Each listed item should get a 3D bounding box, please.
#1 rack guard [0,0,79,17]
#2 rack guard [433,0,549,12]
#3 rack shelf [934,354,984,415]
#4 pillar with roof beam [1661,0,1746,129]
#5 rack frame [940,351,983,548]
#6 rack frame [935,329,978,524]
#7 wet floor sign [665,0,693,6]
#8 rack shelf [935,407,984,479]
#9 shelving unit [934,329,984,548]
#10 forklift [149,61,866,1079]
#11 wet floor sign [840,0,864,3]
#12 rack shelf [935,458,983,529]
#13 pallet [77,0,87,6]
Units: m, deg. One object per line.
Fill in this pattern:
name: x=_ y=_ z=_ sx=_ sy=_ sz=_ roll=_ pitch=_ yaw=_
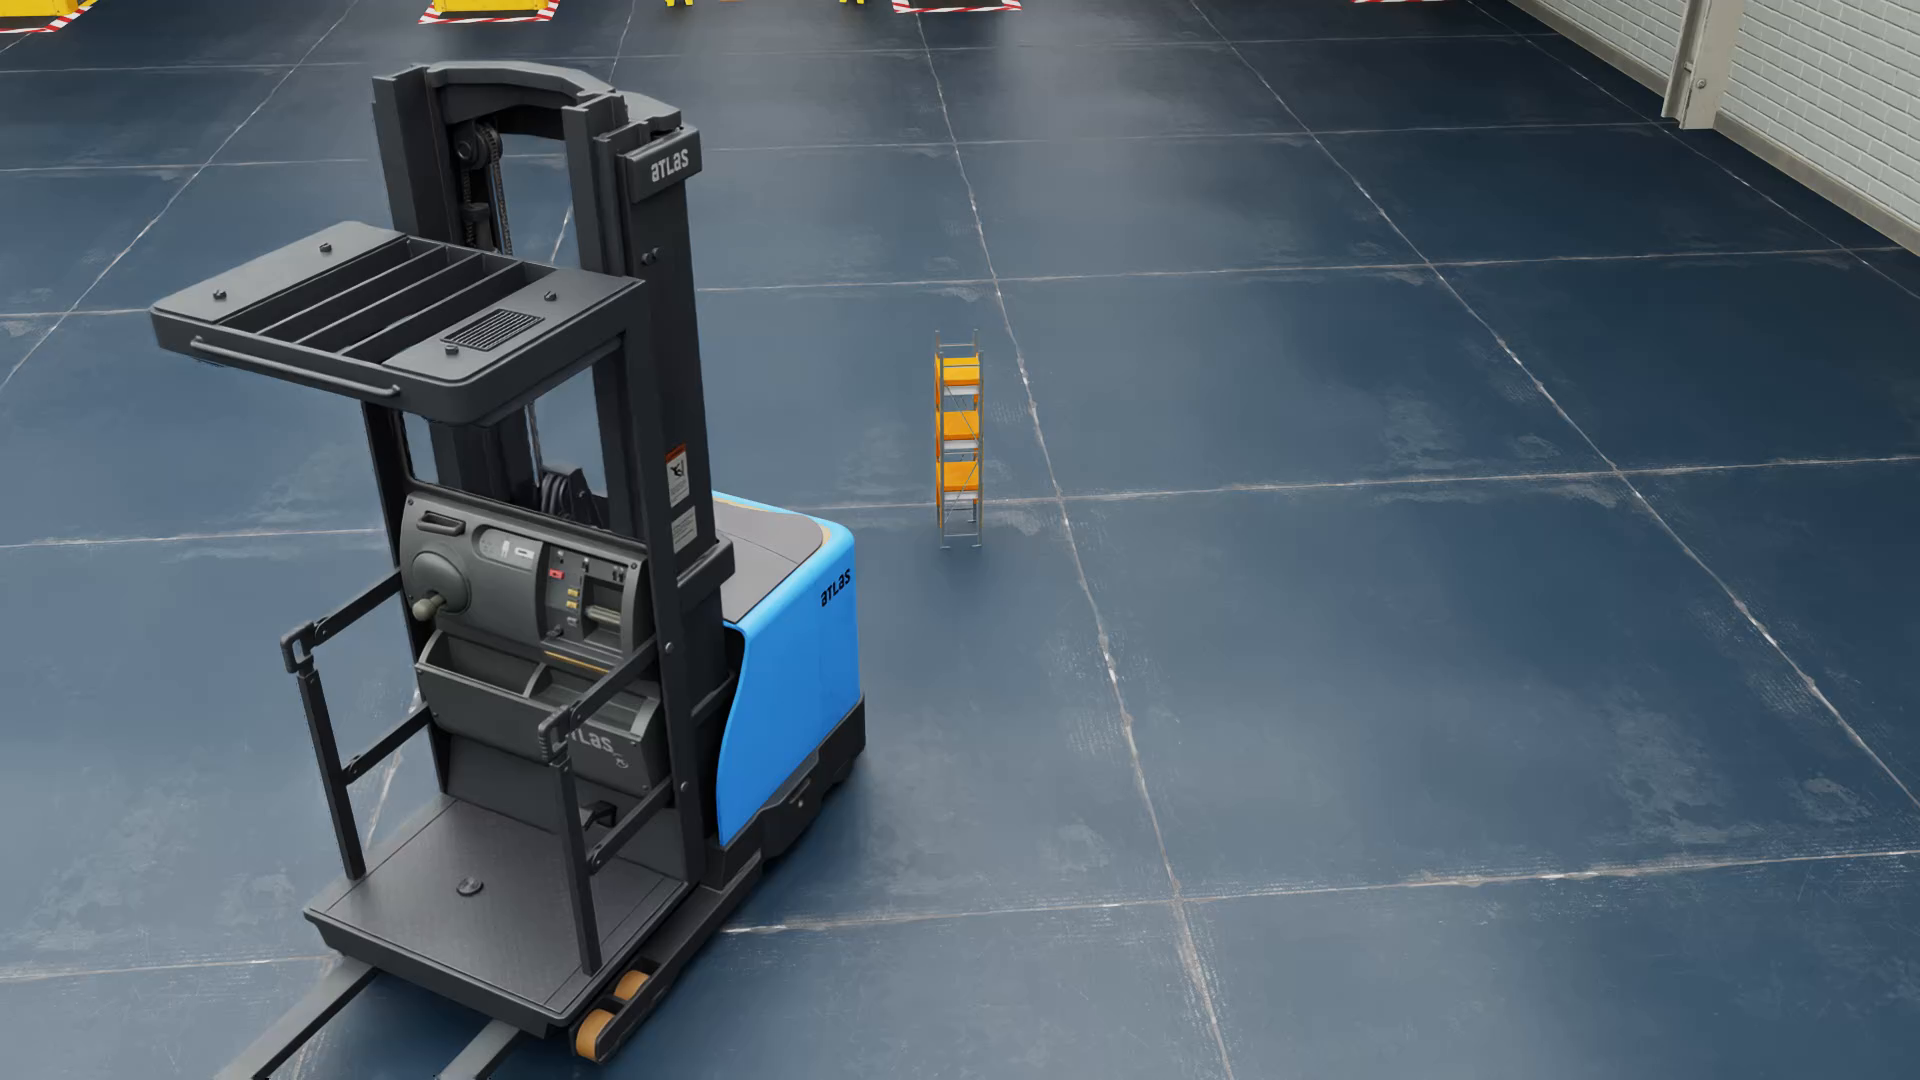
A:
rack guard: x=-9.966 y=-5.789 z=17.455 sx=1.175 sy=0.500 sz=0.348 roll=-3 pitch=31 yaw=-5
rack guard: x=-5.009 y=-5.924 z=17.681 sx=1.175 sy=0.500 sz=0.348 roll=-3 pitch=31 yaw=-5
rack shelf: x=-0.005 y=-0.713 z=7.886 sx=0.215 sy=0.259 sz=0.240 roll=-3 pitch=31 yaw=-5
pillar with roof beam: x=1.956 y=-7.243 z=11.600 sx=9.100 sy=9.000 sz=0.400 roll=-3 pitch=31 yaw=-5
rack frame: x=0.006 y=-0.416 z=7.922 sx=0.200 sy=1.050 sz=0.008 roll=-3 pitch=31 yaw=-5
rack frame: x=-0.016 y=-0.540 z=8.131 sx=0.200 sy=1.050 sz=0.008 roll=-3 pitch=31 yaw=-5
wet floor sign: x=-3.037 y=-6.079 z=17.798 sx=0.267 sy=0.644 sz=0.232 roll=-8 pitch=32 yaw=-13
rack shelf: x=-0.005 y=-0.469 z=8.032 sx=0.215 sy=0.259 sz=0.240 roll=-3 pitch=31 yaw=-5
shelving unit: x=-0.005 y=-0.478 z=8.027 sx=0.215 sy=1.050 sz=0.252 roll=-3 pitch=31 yaw=-5
forklift: x=-1.489 y=0.178 z=5.094 sx=1.130 sy=2.935 sz=3.031 roll=14 pitch=34 yaw=22
wet floor sign: x=-1.140 y=-6.139 z=17.899 sx=0.267 sy=0.644 sz=0.232 roll=8 pitch=32 yaw=13
rack shelf: x=-0.005 y=-0.230 z=8.174 sx=0.215 sy=0.259 sz=0.240 roll=-3 pitch=31 yaw=-5
pallet: x=-10.007 y=-6.082 z=18.226 sx=1.003 sy=0.211 sz=1.213 roll=-3 pitch=31 yaw=-5
